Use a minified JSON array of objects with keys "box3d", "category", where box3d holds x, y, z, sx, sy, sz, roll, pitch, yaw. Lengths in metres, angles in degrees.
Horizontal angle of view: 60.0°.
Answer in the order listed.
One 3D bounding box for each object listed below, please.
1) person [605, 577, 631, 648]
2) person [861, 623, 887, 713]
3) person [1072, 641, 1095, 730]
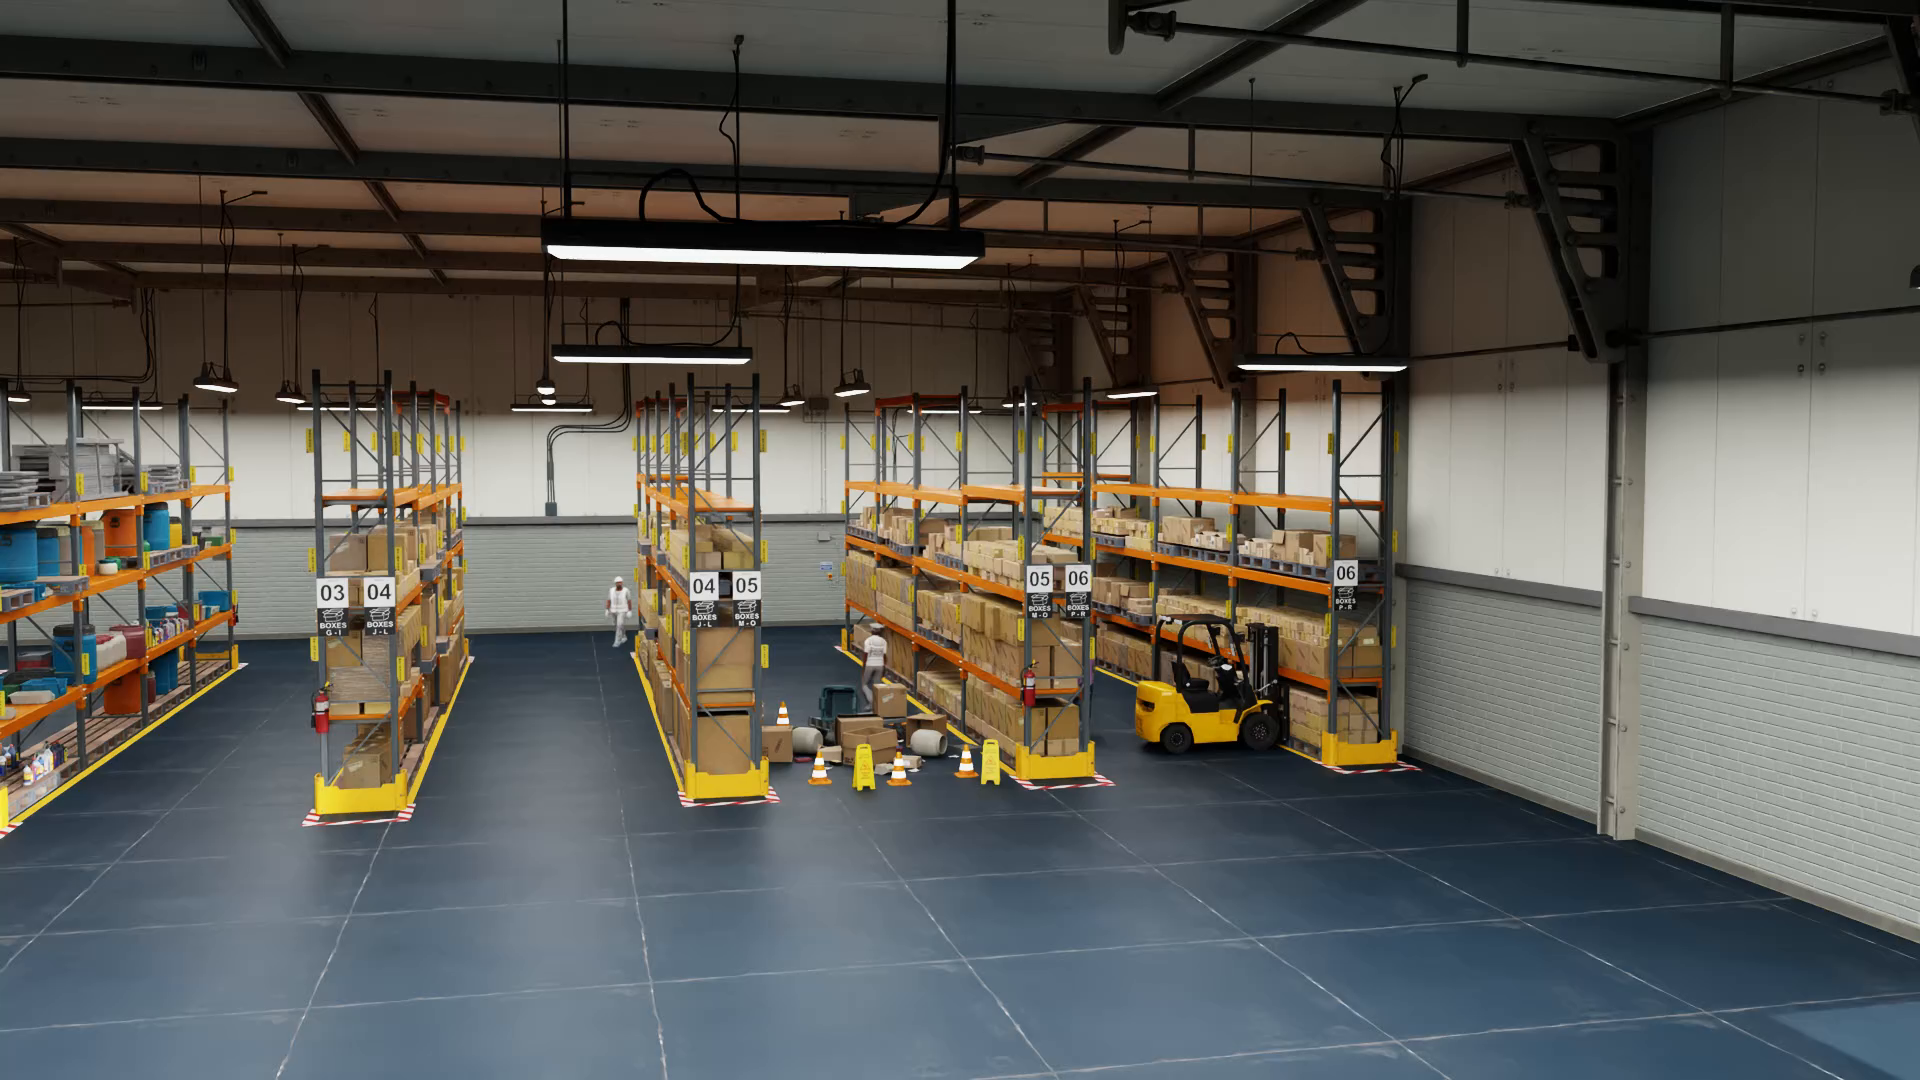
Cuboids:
[{"box3d":[-8.395,1.763,40.921,0.538,1.732,1.121,1,3,14],"category":"person"},{"box3d":[-1.579,2.384,30.776,0.490,1.669,0.449,-1,3,-19],"category":"person"},{"box3d":[2.154,2.535,28.990,0.467,1.621,0.469,-1,3,-9],"category":"person"}]
